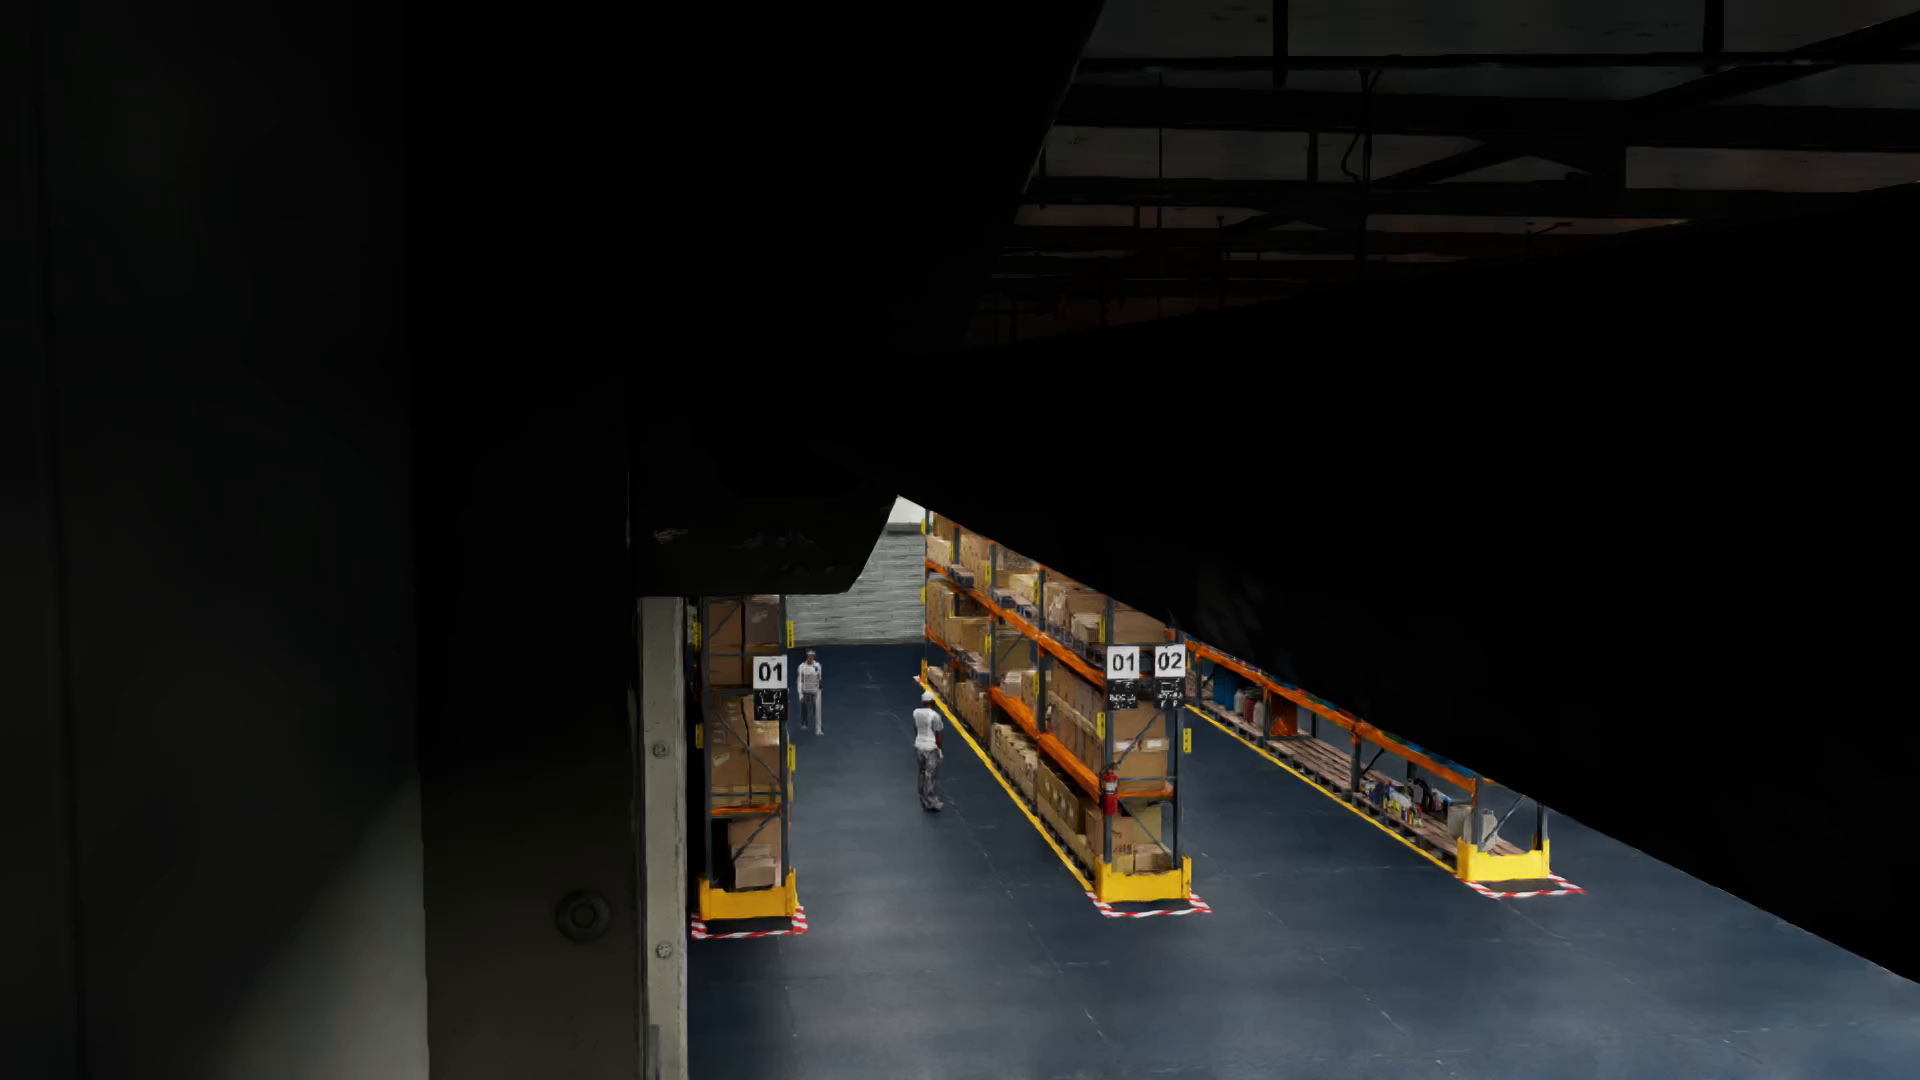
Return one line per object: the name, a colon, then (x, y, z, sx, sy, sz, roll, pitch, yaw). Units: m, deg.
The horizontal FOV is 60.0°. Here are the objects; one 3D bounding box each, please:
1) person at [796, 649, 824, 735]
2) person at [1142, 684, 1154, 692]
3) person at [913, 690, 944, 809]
person: (-2.795, 2.790, 30.945, 0.498, 1.585, 1.075, -1, 5, -11)
person: (3.782, 2.592, 33.480, 0.625, 1.611, 0.575, -1, 5, -11)
person: (-0.448, 3.181, 25.488, 0.457, 1.783, 0.618, -4, 6, -39)
